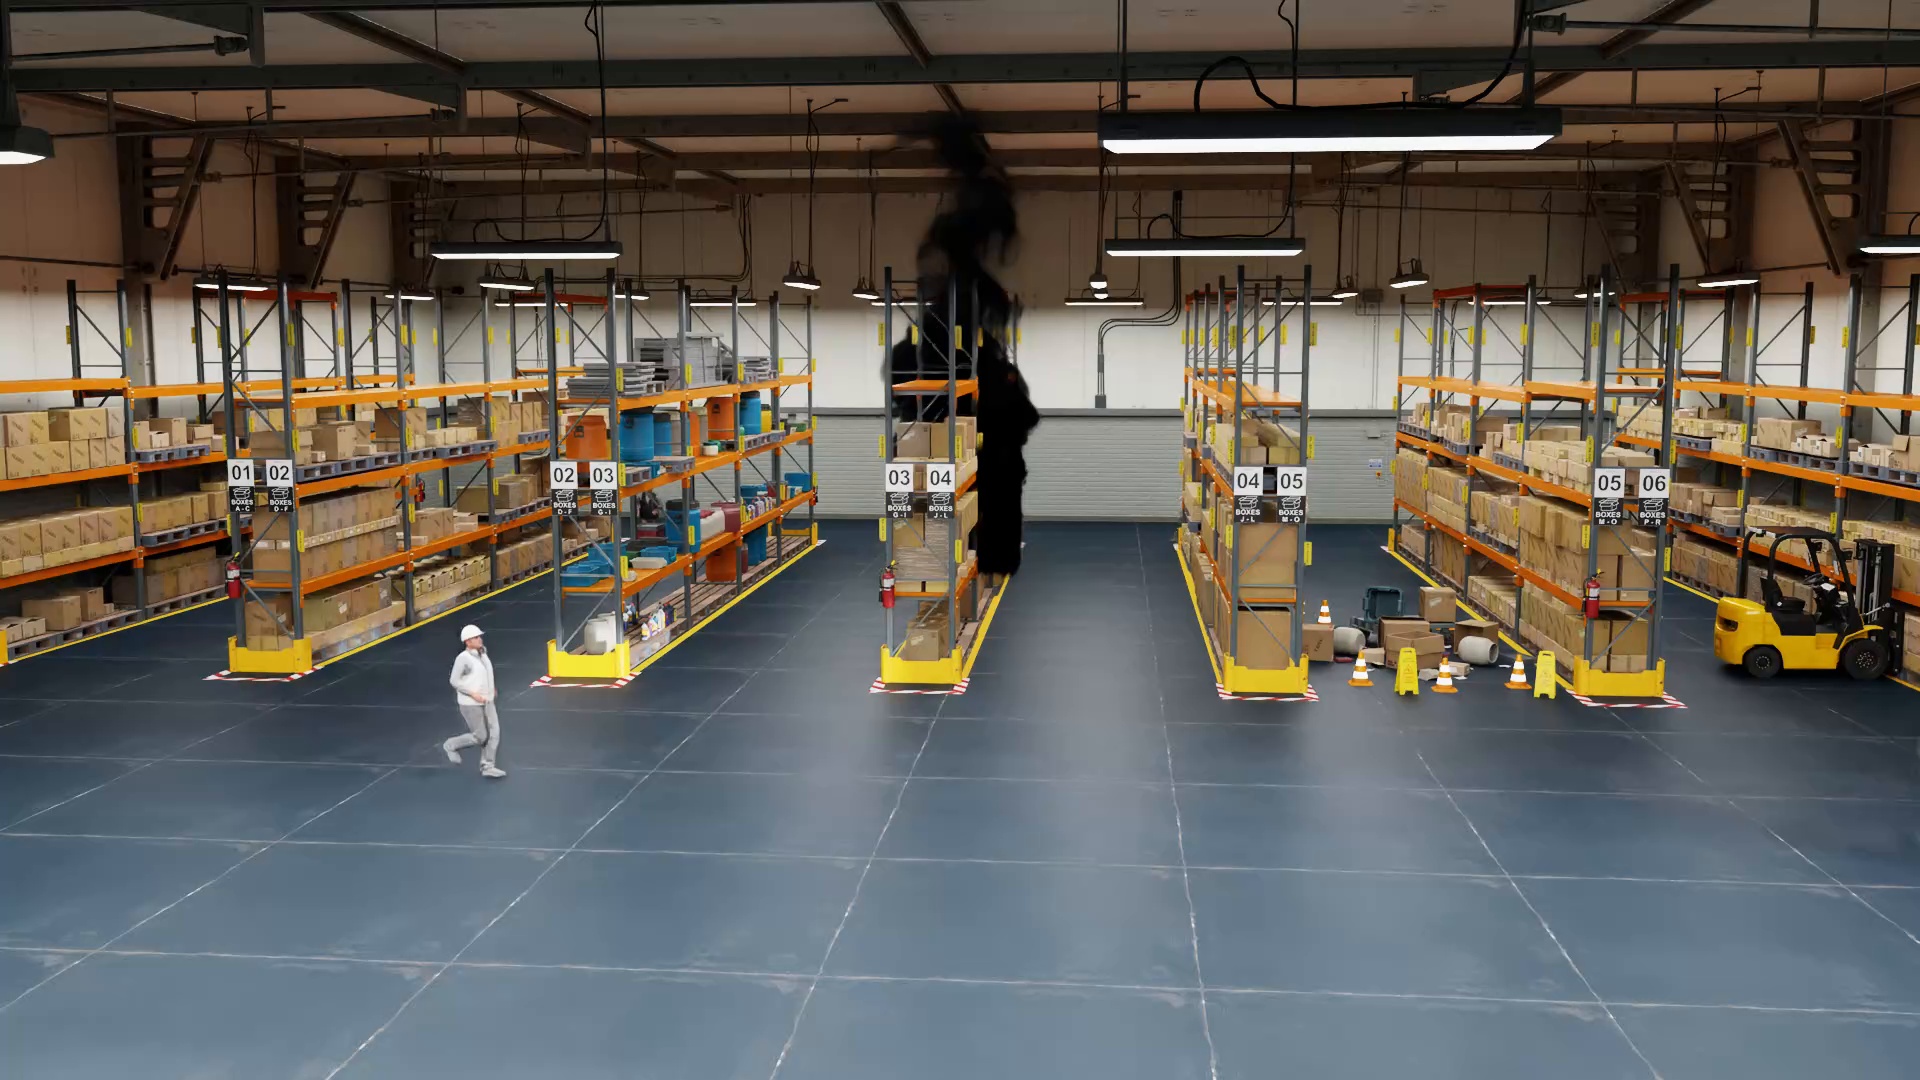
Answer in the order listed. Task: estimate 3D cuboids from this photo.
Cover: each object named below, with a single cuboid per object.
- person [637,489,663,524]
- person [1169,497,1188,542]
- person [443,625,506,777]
[{"bbox_3d":[-7.164,-0.476,38.272,0.666,1.681,0.753,-1,7,-7],"label":"person"},{"bbox_3d":[5.630,-0.814,40.640,0.950,1.759,0.766,-1,7,-8],"label":"person"},{"bbox_3d":[-5.548,1.837,19.005,0.762,1.738,0.672,2,7,18],"label":"person"}]
